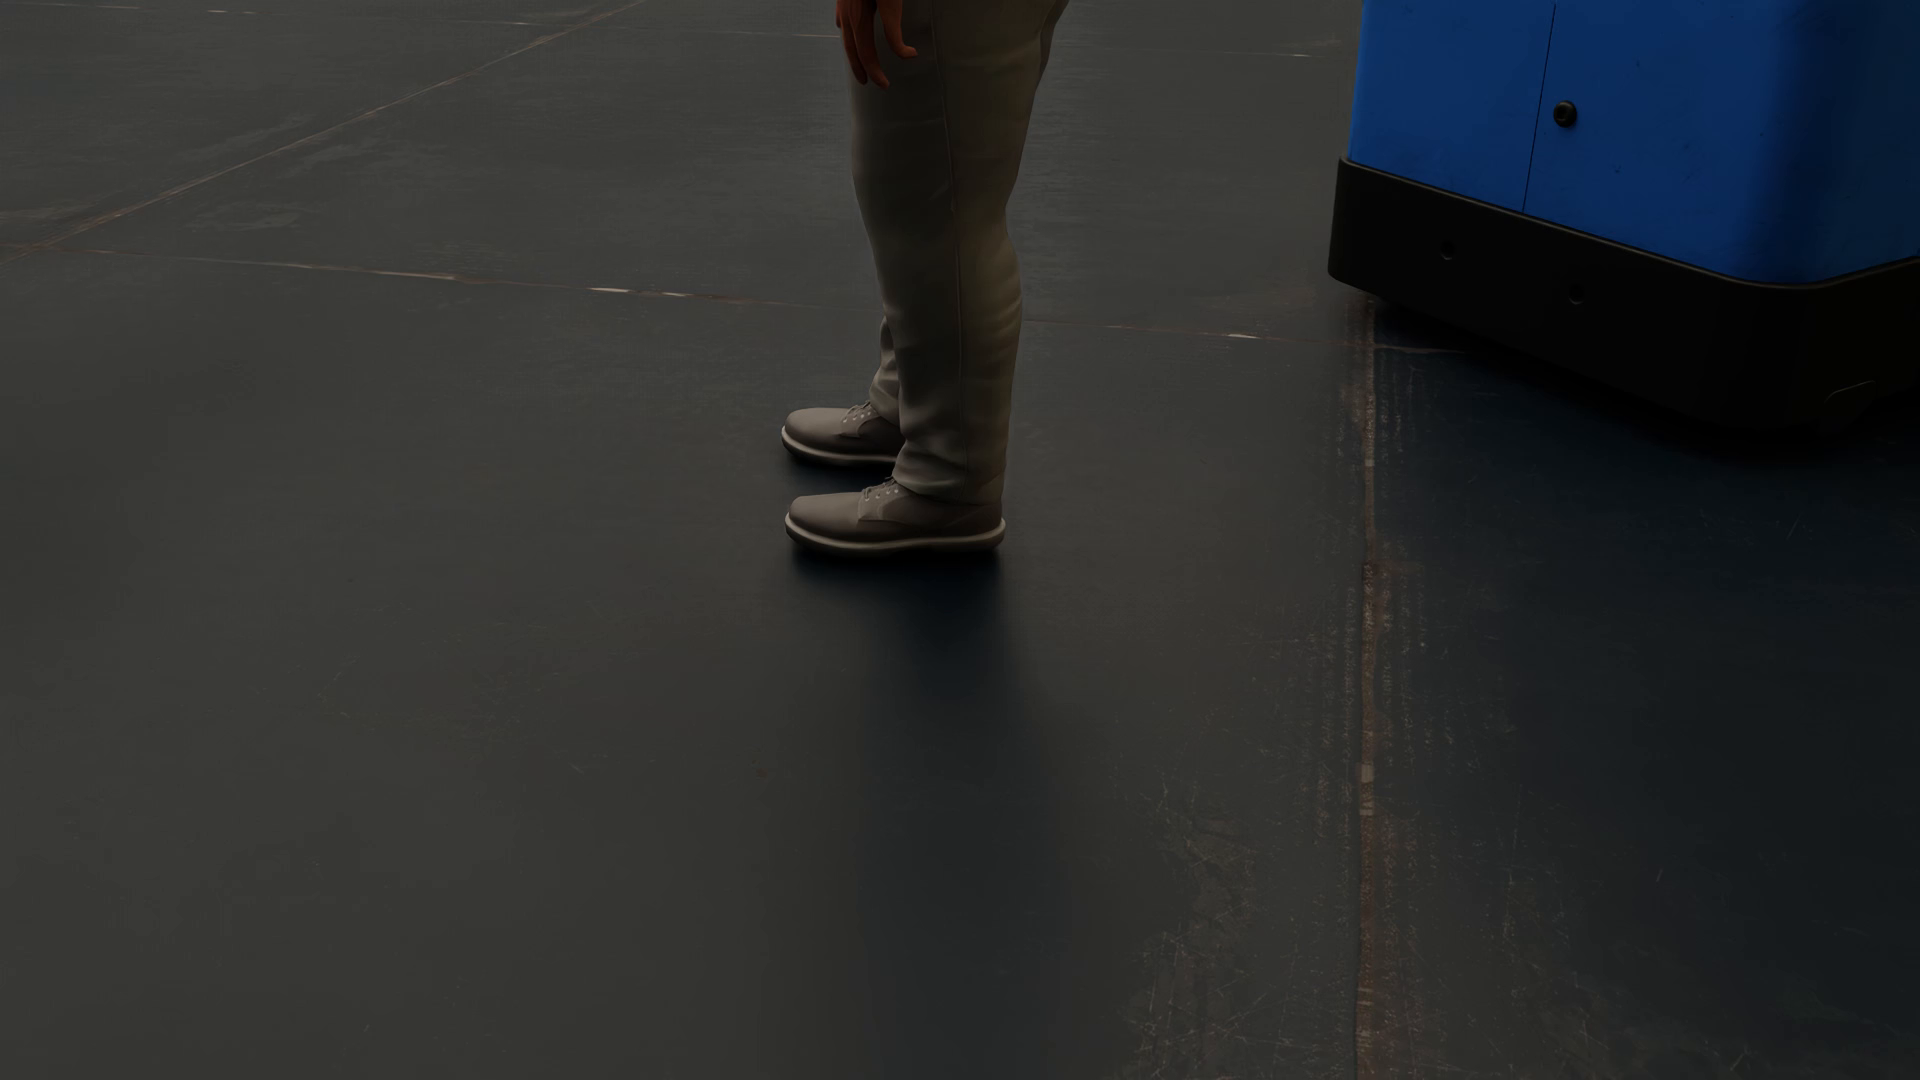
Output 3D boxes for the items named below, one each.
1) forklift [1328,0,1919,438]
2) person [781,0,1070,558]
[{"bbox_3d":[2.287,-1.959,3.129,3.031,2.935,1.130,-15,31,-28],"label":"forklift"},{"bbox_3d":[-0.073,-0.814,2.122,0.575,1.779,0.640,6,27,11],"label":"person"}]
